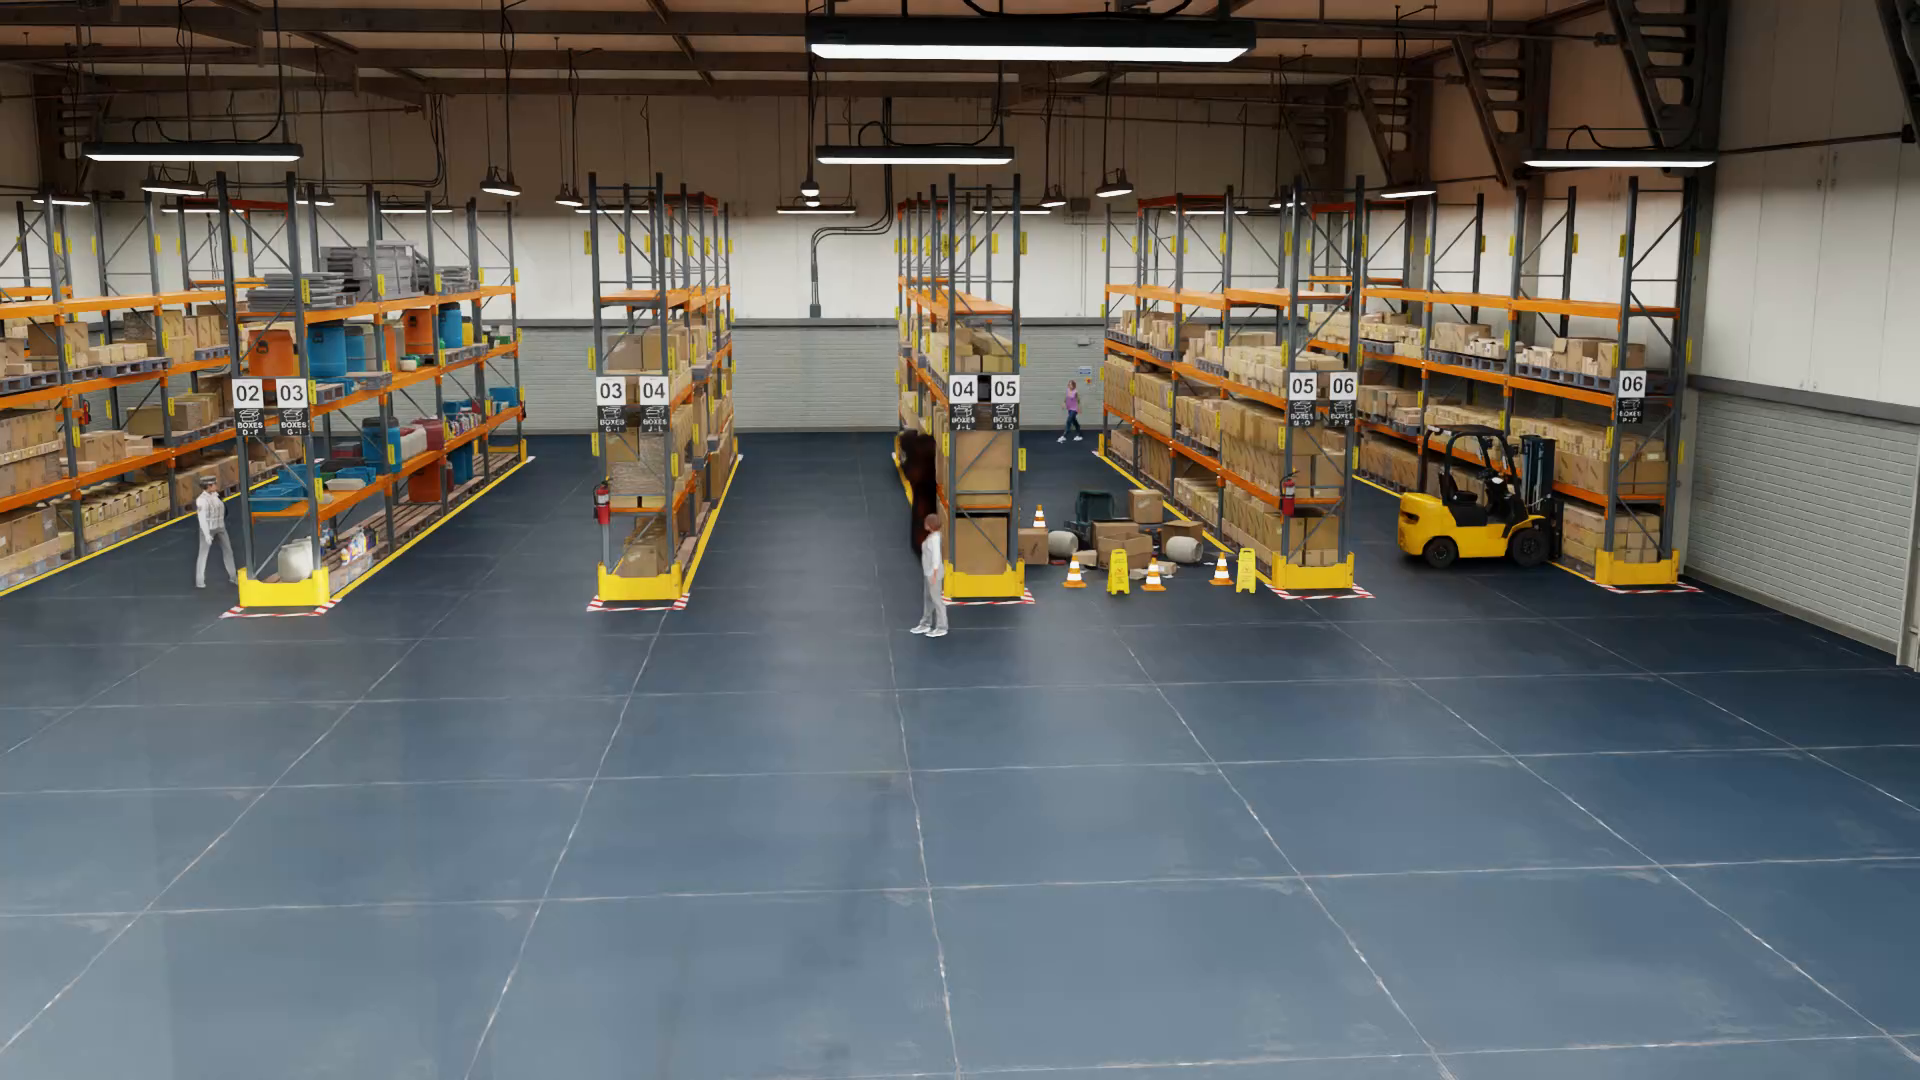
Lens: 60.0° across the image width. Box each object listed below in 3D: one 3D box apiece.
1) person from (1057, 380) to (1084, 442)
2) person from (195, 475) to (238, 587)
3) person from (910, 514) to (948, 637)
[{"bbox_3d":[2.826,-3.340,42.983,0.865,1.549,0.377,-5,11,-24],"label":"person"},{"bbox_3d":[-11.061,-0.128,24.700,0.563,1.687,0.619,5,11,25],"label":"person"},{"bbox_3d":[-0.398,0.457,21.543,0.479,1.608,0.463,-1,10,-7],"label":"person"}]
